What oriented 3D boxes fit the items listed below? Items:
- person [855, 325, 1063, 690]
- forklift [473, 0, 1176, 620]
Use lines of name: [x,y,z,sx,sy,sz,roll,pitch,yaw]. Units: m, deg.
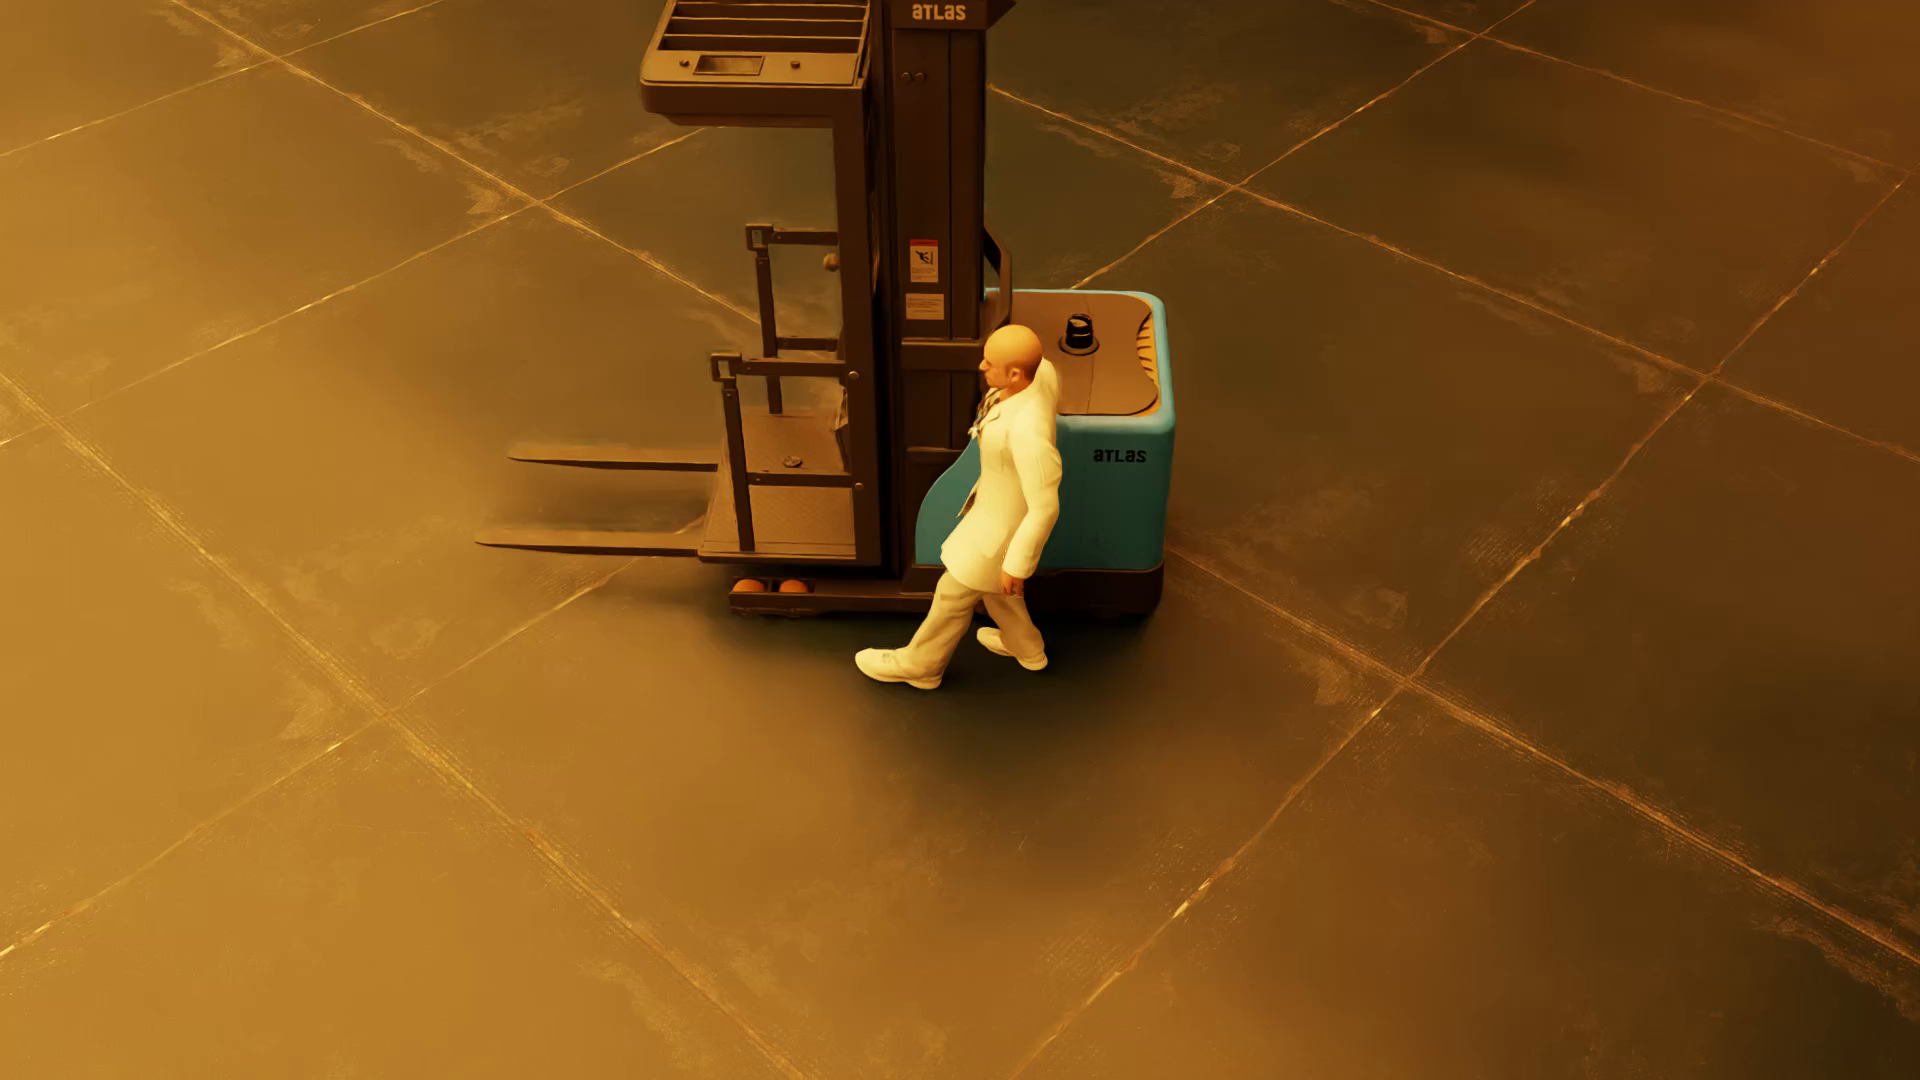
person: [-0.011,-0.129,6.516,0.825,1.748,0.880,4,41,5]
forklift: [-0.621,-1.116,6.729,3.031,2.935,1.130,1,41,2]
